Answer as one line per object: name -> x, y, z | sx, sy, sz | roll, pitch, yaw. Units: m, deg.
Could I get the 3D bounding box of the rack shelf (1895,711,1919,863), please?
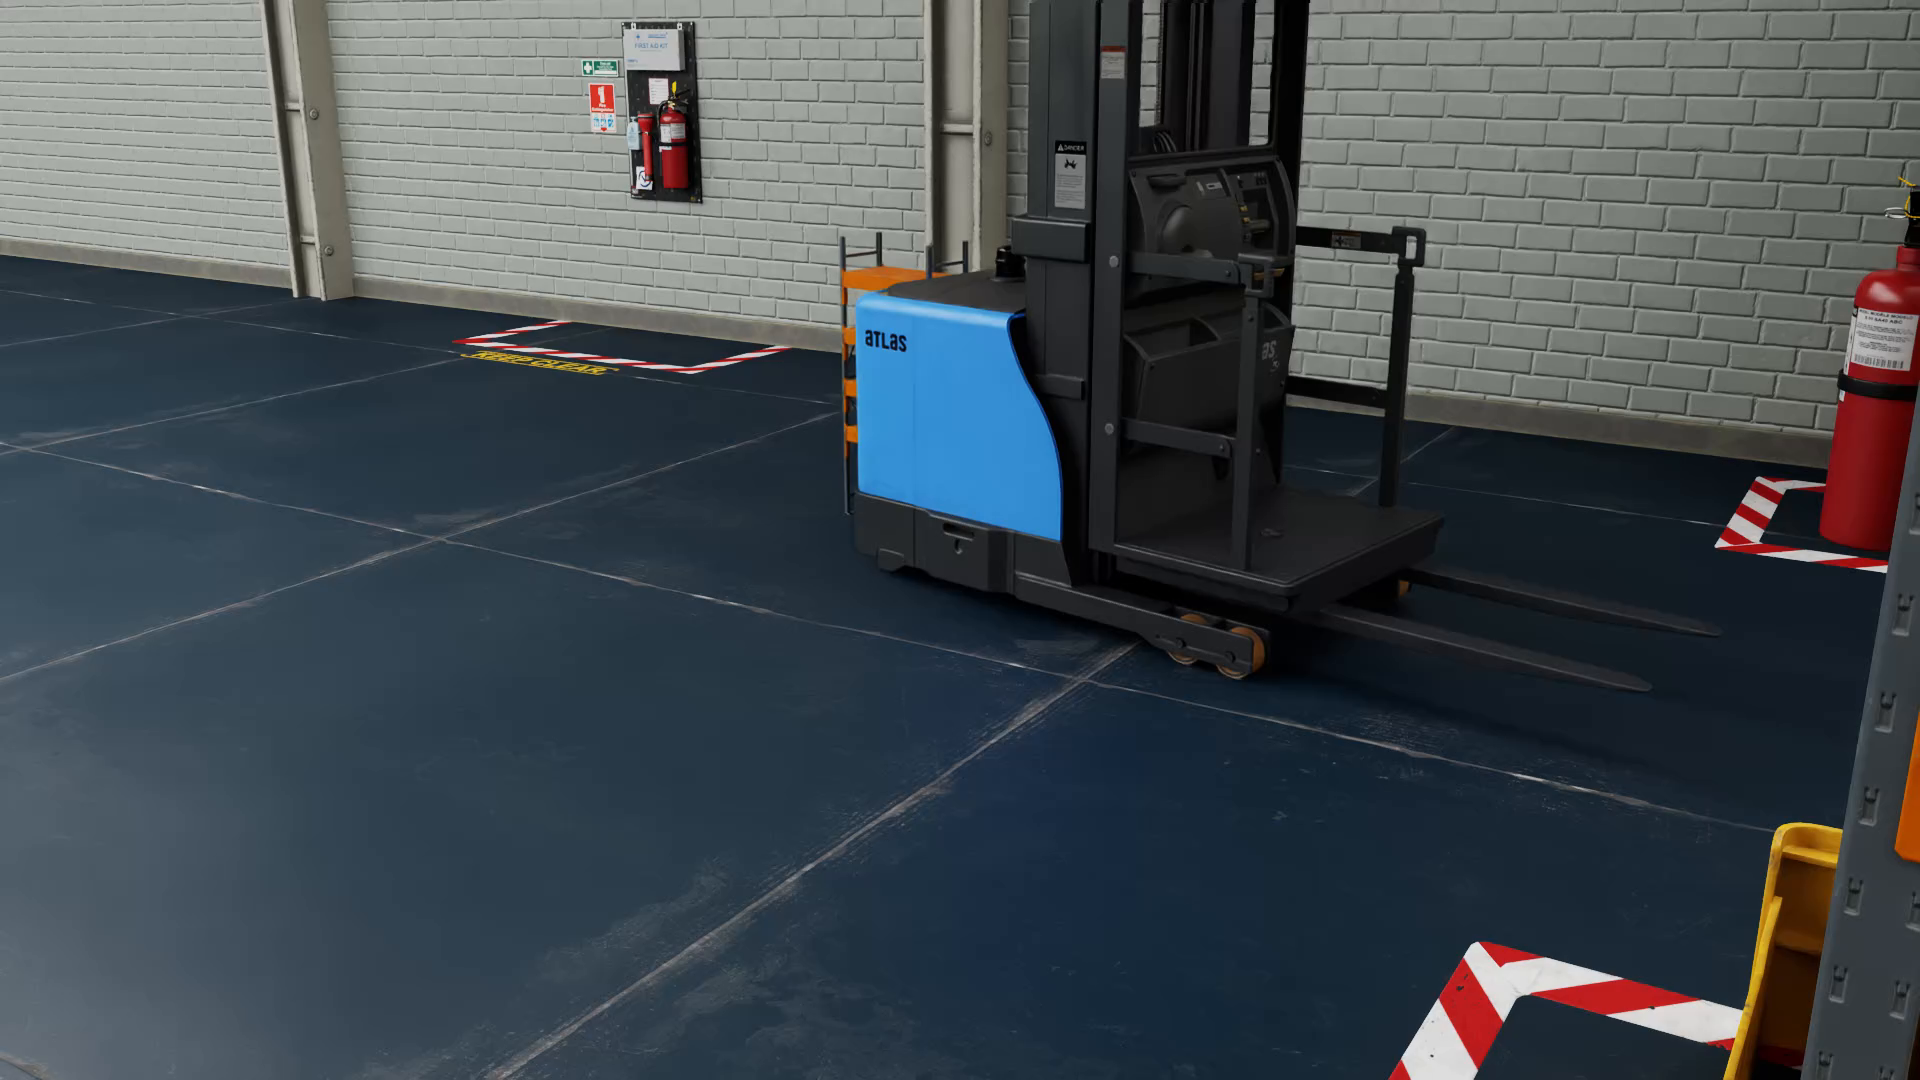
rack shelf -> 3.211, 0.422, 1.570 | 4.000, 0.370, 1.077 | 10, 20, 30

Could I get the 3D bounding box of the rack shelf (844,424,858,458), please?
rack shelf -> -0.233, -0.408, 7.073 | 0.480, 0.148, 0.258 | 14, 22, 39

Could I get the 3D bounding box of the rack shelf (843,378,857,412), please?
rack shelf -> -0.233, -0.598, 7.015 | 0.480, 0.148, 0.258 | 14, 22, 39

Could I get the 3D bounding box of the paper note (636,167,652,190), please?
paper note -> -2.168, -2.483, 11.409 | 0.142, 0.148, 0.016 | 10, 20, 30

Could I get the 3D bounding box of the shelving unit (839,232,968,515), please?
shelving unit -> -0.233, -0.662, 6.996 | 0.503, 1.200, 0.258 | 14, 22, 39

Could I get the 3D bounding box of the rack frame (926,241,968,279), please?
rack frame -> -0.050, -0.615, 6.841 | 0.015, 1.200, 0.240 | 14, 22, 39

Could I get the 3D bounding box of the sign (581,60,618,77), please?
sign -> -2.471, -3.237, 11.405 | 0.331, 0.109, 0.001 | 10, 20, 30

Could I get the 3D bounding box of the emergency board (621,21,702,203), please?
emergency board -> -2.053, -2.860, 11.136 | 0.643, 1.169, 0.194 | 10, 20, 30

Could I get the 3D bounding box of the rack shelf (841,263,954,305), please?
rack shelf -> -0.233, -1.038, 6.882 | 0.480, 0.148, 0.258 | 14, 22, 39

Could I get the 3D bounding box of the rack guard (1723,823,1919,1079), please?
rack guard -> 1.487, 0.965, 2.843 | 0.348, 0.500, 1.175 | 10, 20, 30

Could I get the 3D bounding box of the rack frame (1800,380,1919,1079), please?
rack frame -> 1.507, -0.227, 2.467 | 0.127, 3.000, 1.000 | 10, 20, 30

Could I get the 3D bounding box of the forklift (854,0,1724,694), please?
forklift -> 1.027, -1.123, 5.537 | 3.031, 2.935, 1.130 | 14, 22, 39

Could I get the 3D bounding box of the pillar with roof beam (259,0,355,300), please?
pillar with roof beam -> -7.333, -5.192, 8.490 | 0.400, 9.000, 9.100 | 10, 20, 30

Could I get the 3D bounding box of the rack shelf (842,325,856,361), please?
rack shelf -> -0.233, -0.812, 6.950 | 0.480, 0.148, 0.258 | 14, 22, 39

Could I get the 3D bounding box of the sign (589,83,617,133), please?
sign -> -2.470, -2.987, 11.492 | 0.234, 0.329, 0.001 | 10, 20, 30

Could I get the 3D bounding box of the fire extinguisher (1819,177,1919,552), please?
fire extinguisher -> 1.650, -0.323, 2.916 | 0.183, 0.674, 0.296 | 10, 20, 30

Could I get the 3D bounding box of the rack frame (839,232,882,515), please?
rack frame -> -0.416, -0.709, 7.151 | 0.015, 1.200, 0.240 | 14, 22, 39

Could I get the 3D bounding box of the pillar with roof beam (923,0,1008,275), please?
pillar with roof beam -> -2.220, -4.279, 5.485 | 0.400, 9.000, 9.100 | 10, 20, 30
